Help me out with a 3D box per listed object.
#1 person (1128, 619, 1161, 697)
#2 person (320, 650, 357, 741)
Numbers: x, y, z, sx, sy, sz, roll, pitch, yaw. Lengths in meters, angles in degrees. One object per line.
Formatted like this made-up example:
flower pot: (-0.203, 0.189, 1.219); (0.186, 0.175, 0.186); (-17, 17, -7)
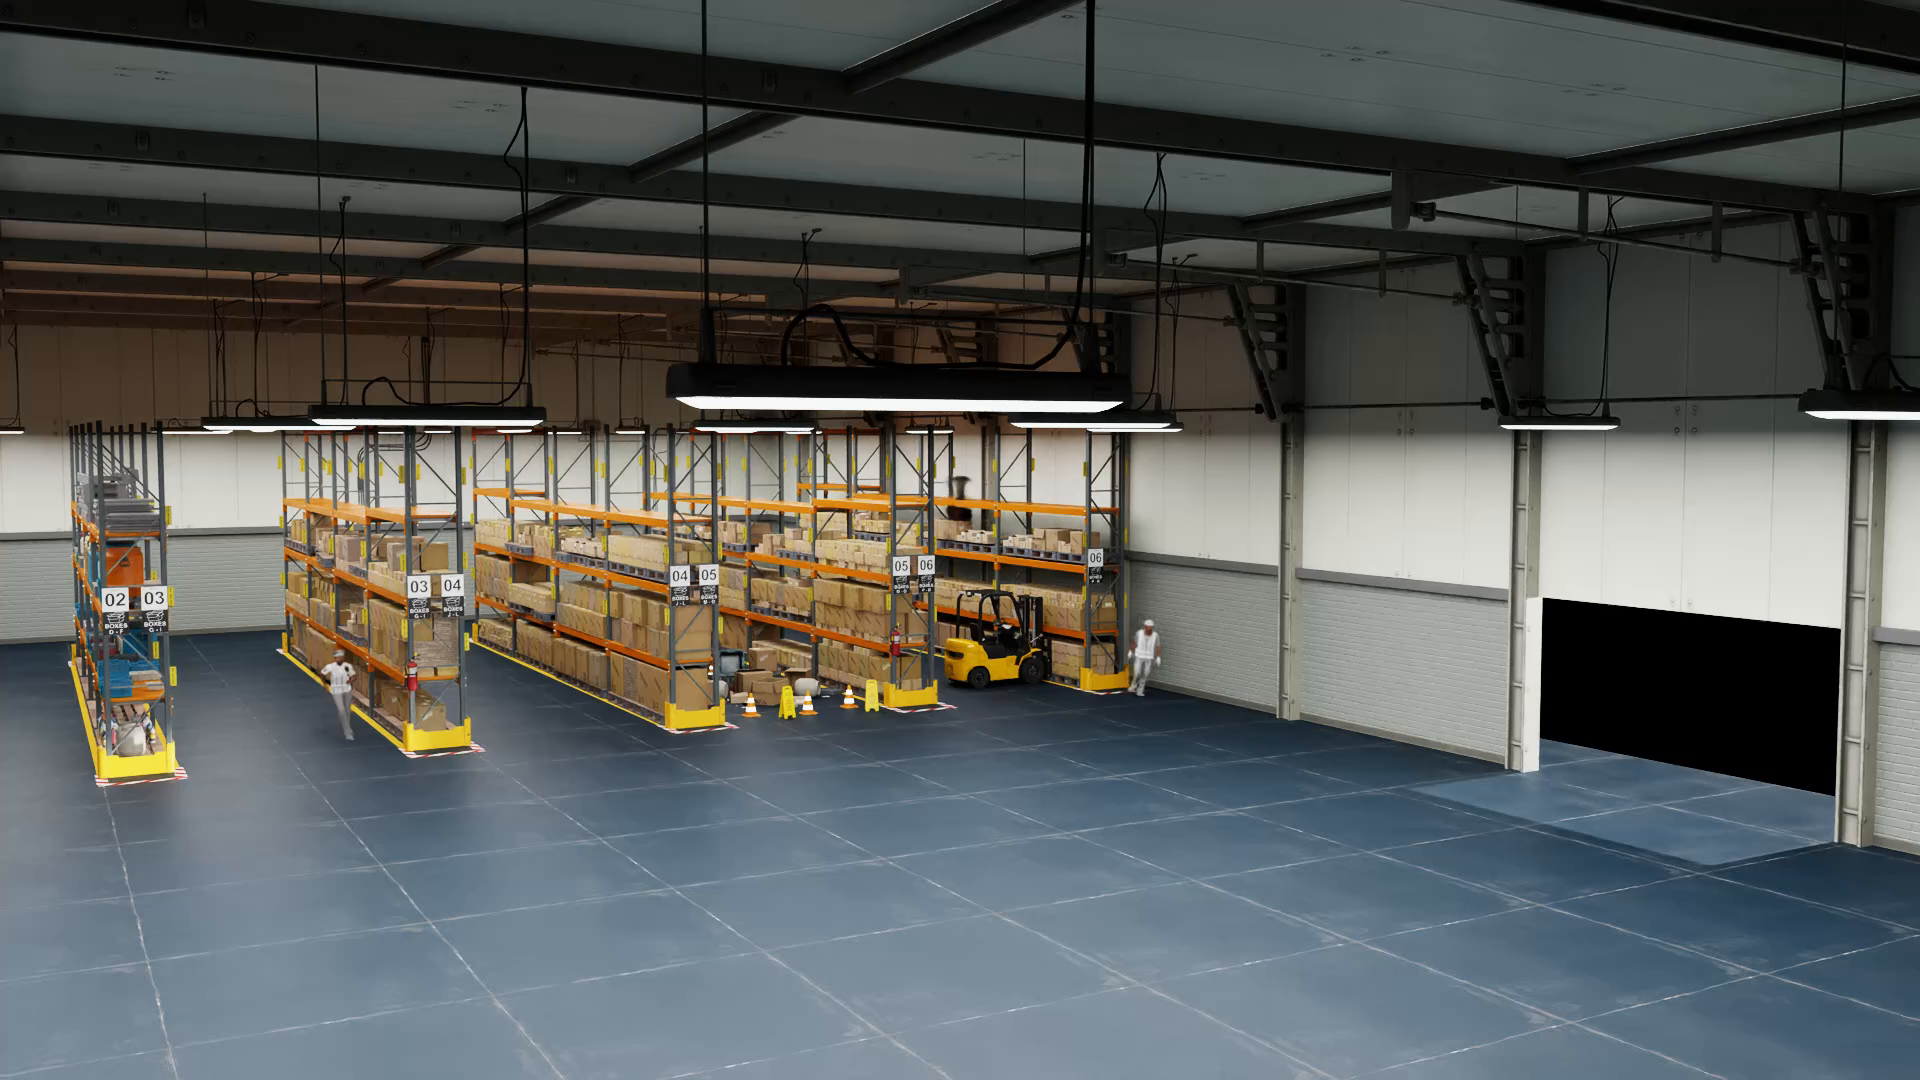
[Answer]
person: (4.060, 2.597, 36.620); (0.687, 1.736, 0.609); (0, 4, -5)
person: (-11.787, 2.927, 31.614); (0.650, 1.725, 0.804); (-2, 4, -33)
